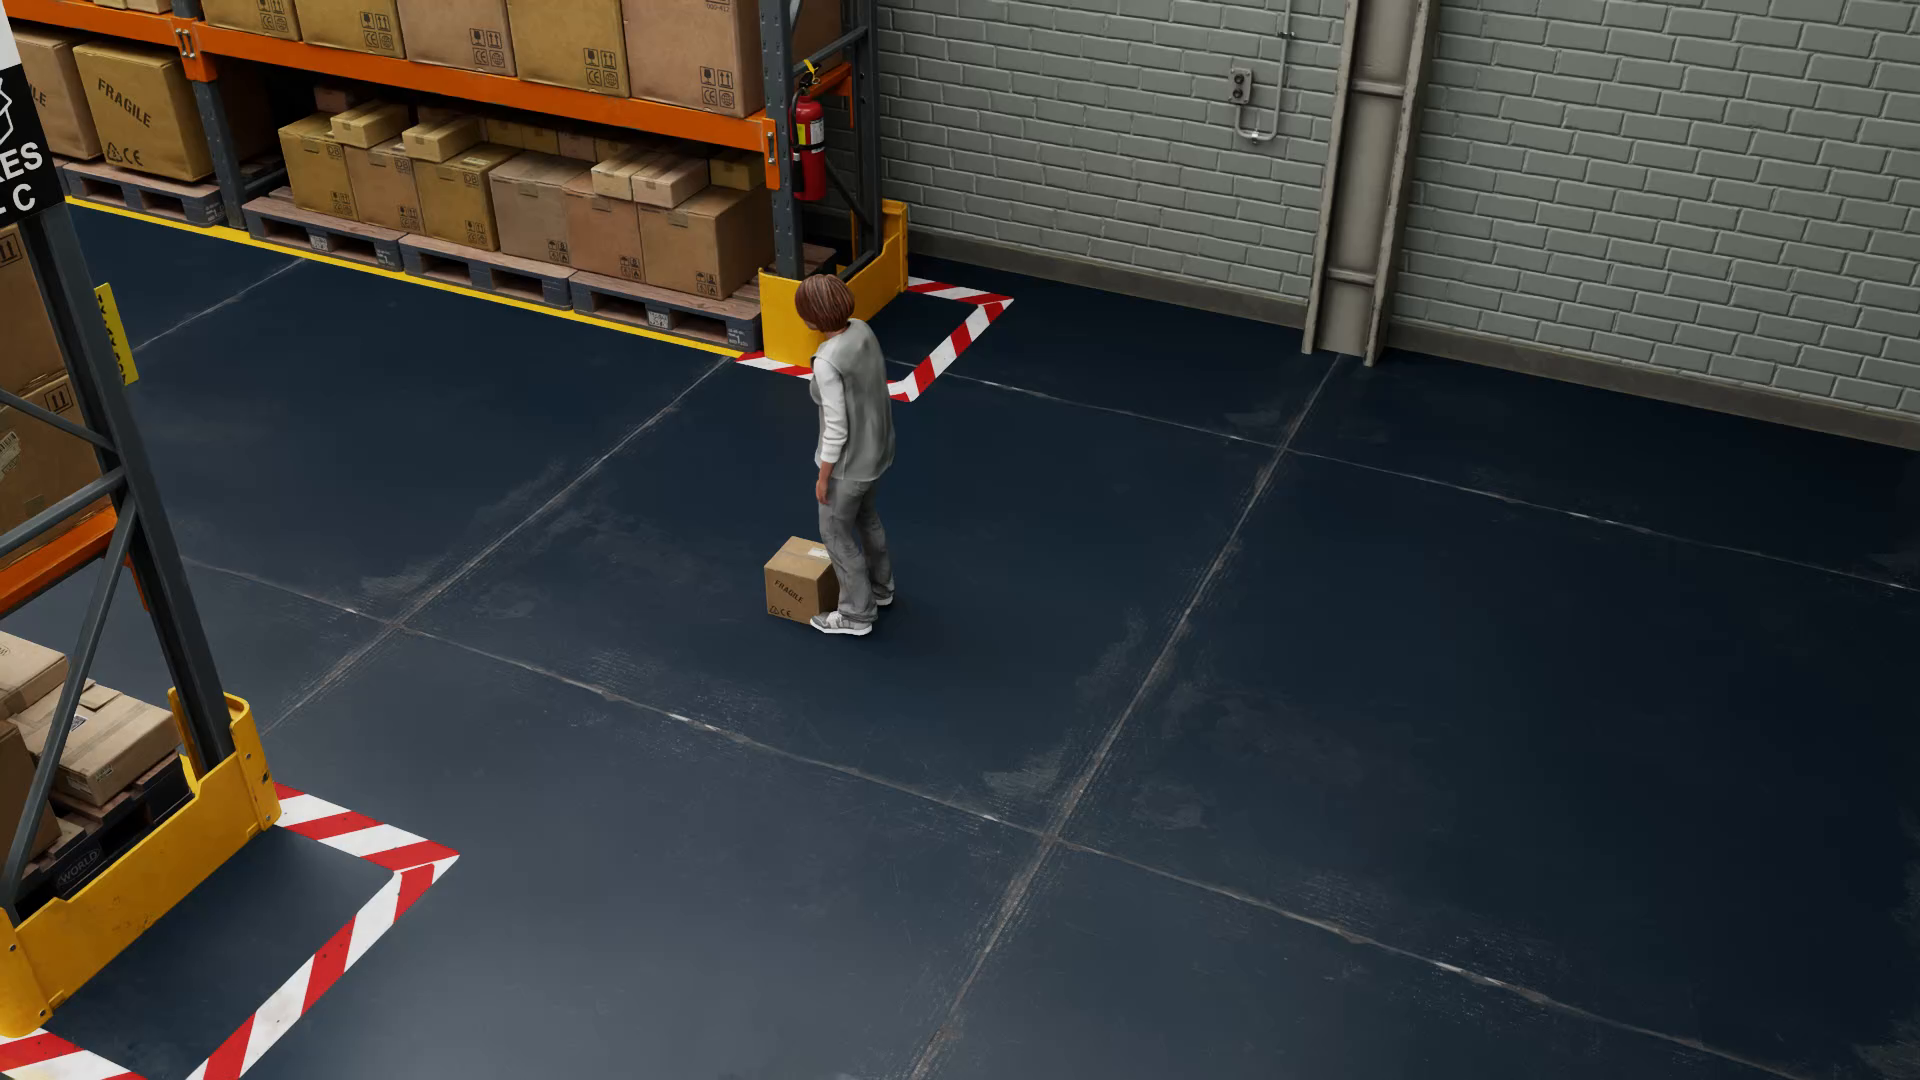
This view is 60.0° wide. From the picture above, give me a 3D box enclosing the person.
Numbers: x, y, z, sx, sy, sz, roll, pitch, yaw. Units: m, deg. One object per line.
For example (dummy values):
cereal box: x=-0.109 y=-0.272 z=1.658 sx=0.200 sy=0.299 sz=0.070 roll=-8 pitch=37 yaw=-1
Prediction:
person: x=-0.440 y=-0.326 z=6.633 sx=0.347 sy=1.592 sz=0.483 roll=12 pitch=36 yaw=17
